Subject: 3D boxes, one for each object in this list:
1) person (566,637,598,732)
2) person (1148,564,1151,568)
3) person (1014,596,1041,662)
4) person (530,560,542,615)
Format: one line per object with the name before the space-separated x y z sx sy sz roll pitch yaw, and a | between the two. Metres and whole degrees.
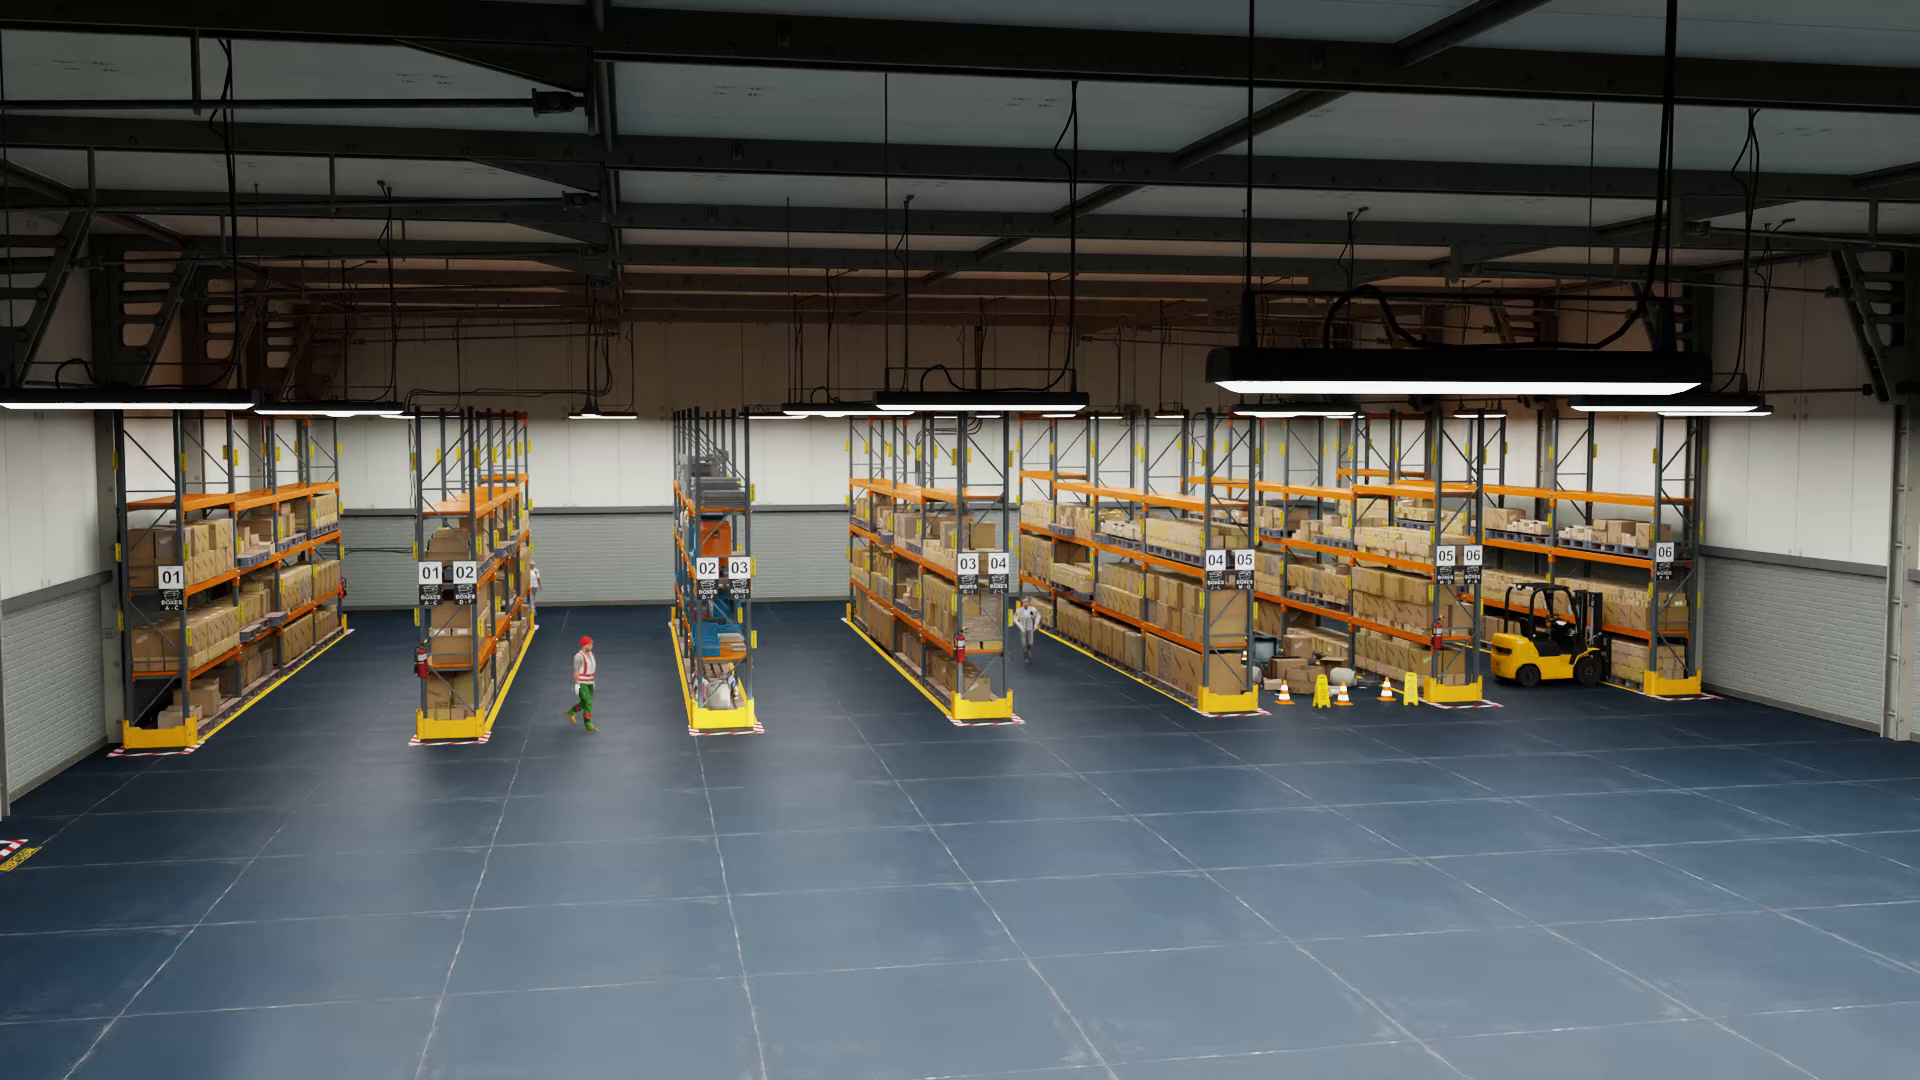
person | -7.011 2.649 30.831 0.933 1.756 0.545 2 5 31
person | 5.412 1.529 46.914 0.609 1.722 0.533 -1 4 -8
person | 1.600 2.114 39.503 0.654 1.611 0.701 0 4 0
person | -12.682 1.391 49.246 0.475 1.606 1.069 -3 5 -38
